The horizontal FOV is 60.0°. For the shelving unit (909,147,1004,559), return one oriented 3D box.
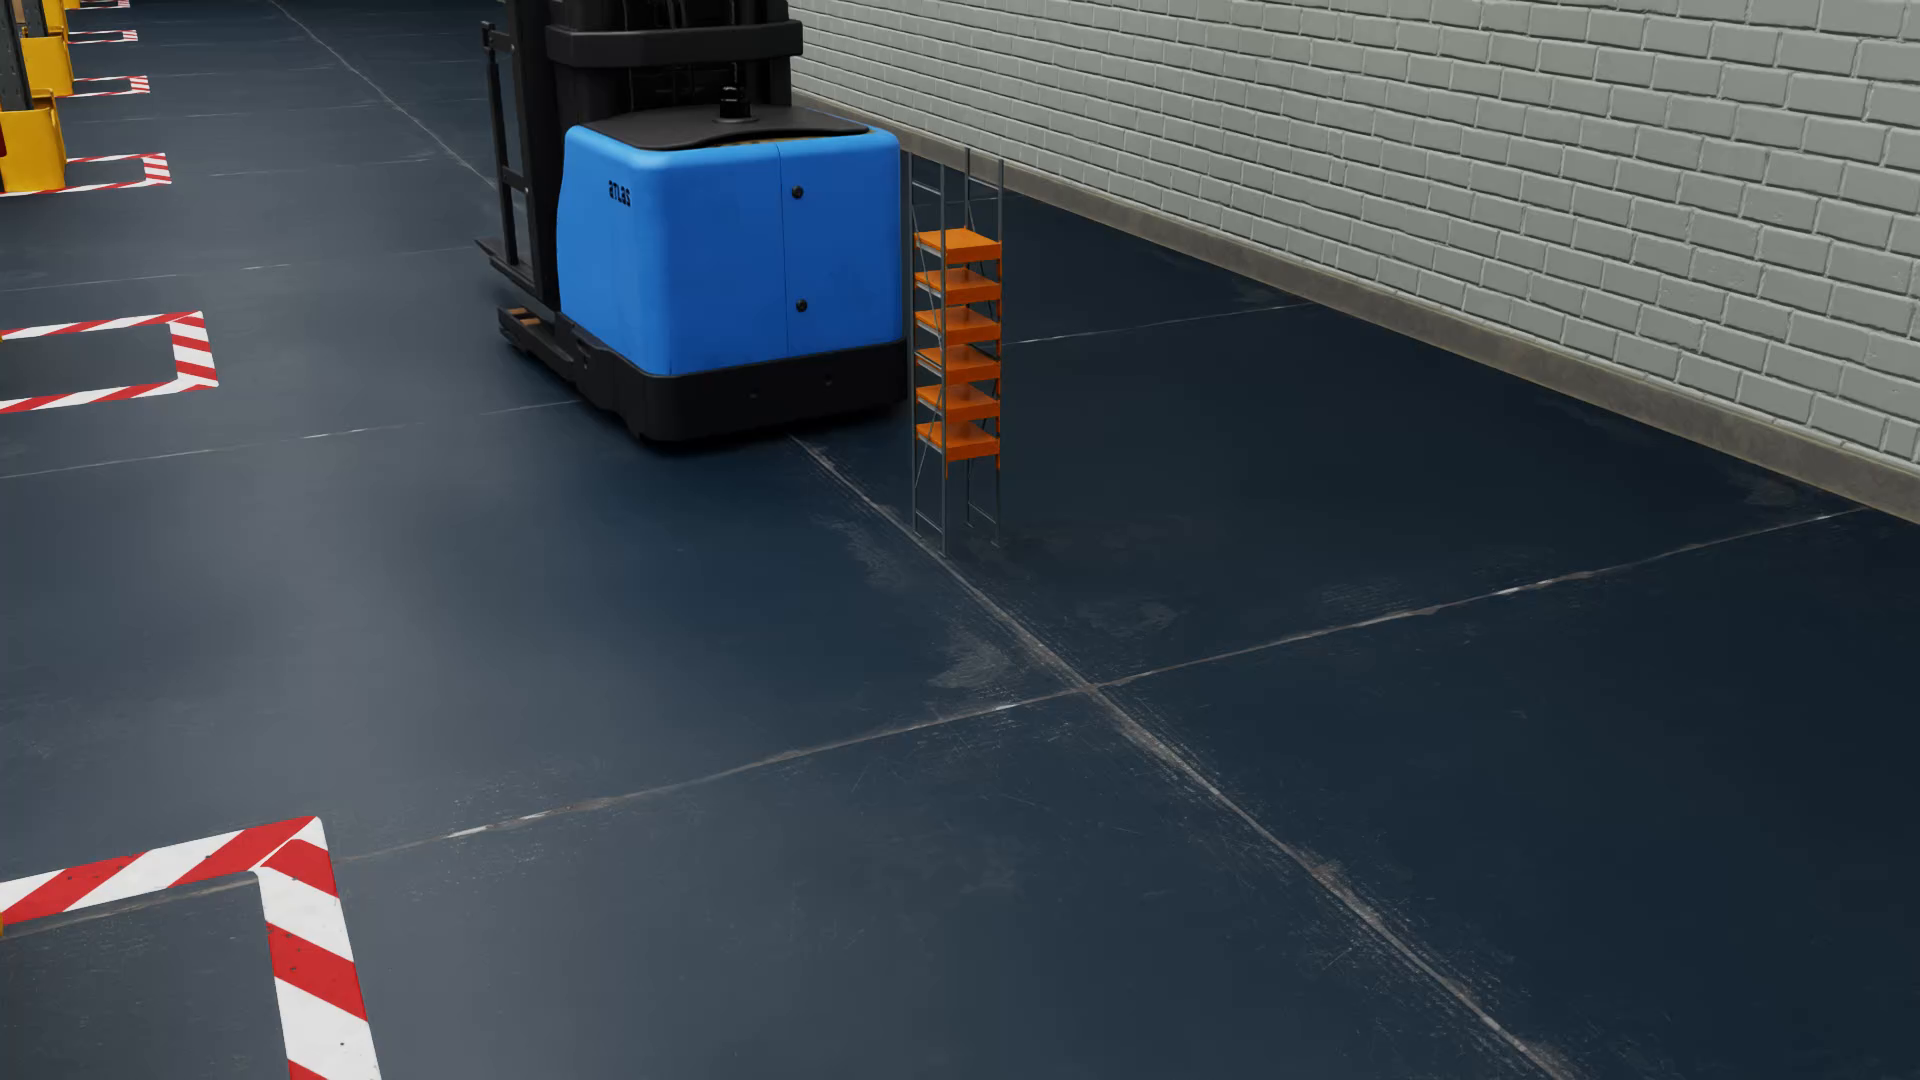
[{"bbox_3d":[-0.013,-0.552,5.015,0.189,1.200,0.258,-10,25,-24],"label":"shelving unit"}]

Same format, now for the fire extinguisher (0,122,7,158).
[{"bbox_3d":[-3.708,-1.764,6.179,0.183,0.674,0.296,-10,25,-24],"label":"fire extinguisher"}]

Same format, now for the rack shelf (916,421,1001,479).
[{"bbox_3d":[-0.013,-0.289,5.124,0.180,0.103,0.258,-10,25,-24],"label":"rack shelf"}]

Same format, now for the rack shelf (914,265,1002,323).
[{"bbox_3d":[-0.013,-0.733,4.940,0.180,0.103,0.258,-10,25,-24],"label":"rack shelf"}]

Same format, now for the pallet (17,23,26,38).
[{"bbox_3d":[-11.275,-5.797,18.978,1.213,0.211,1.003,-10,25,-24],"label":"pallet"}]

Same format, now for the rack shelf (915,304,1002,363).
[{"bbox_3d":[-0.013,-0.622,4.986,0.180,0.103,0.258,-10,25,-24],"label":"rack shelf"}]

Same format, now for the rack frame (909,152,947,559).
[{"bbox_3d":[-0.095,-0.537,4.978,0.006,1.200,0.240,-10,25,-24],"label":"rack frame"}]

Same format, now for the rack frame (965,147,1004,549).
[{"bbox_3d":[0.069,-0.567,5.051,0.006,1.200,0.240,-10,25,-24],"label":"rack frame"}]

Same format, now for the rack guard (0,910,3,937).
[{"bbox_3d":[-1.876,0.751,2.783,0.348,0.500,1.175,-10,25,-24],"label":"rack guard"}]

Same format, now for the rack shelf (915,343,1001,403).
[{"bbox_3d":[-0.013,-0.511,5.032,0.180,0.103,0.258,-10,25,-24],"label":"rack shelf"}]

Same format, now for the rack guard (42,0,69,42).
[{"bbox_3d":[-10.557,-6.063,19.243,0.348,0.500,1.175,-10,25,-24],"label":"rack guard"}]

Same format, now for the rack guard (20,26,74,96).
[{"bbox_3d":[-8.328,-4.376,15.168,0.348,0.500,1.175,-10,25,-24],"label":"rack guard"}]

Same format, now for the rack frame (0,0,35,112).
[{"bbox_3d":[-6.195,-3.816,10.546,0.127,3.000,1.000,-10,25,-24],"label":"rack frame"}]

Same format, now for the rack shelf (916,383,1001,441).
[{"bbox_3d":[-0.013,-0.400,5.078,0.180,0.103,0.258,-10,25,-24],"label":"rack shelf"}]

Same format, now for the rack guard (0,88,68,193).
[{"bbox_3d":[-6.174,-2.665,11.034,0.348,0.500,1.175,-10,25,-24],"label":"rack guard"}]

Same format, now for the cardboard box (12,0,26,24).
[{"bbox_3d":[-10.872,-6.104,18.766,0.500,0.500,0.500,-10,25,-24],"label":"cardboard box"}]

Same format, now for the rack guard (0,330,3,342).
[{"bbox_3d":[-4.204,-0.922,6.824,0.348,0.500,1.175,-10,25,-24],"label":"rack guard"}]

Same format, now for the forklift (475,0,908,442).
[{"bbox_3d":[-1.374,-2.223,6.789,1.130,2.935,3.031,-12,26,-28],"label":"forklift"}]

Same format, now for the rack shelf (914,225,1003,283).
[{"bbox_3d":[-0.013,-0.844,4.894,0.180,0.103,0.258,-10,25,-24],"label":"rack shelf"}]

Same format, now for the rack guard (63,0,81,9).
[{"bbox_3d":[-12.619,-7.786,23.405,0.348,0.500,1.175,-10,25,-24],"label":"rack guard"}]

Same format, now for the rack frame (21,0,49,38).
[{"bbox_3d":[-8.344,-5.523,14.670,0.127,3.000,1.000,-10,25,-24],"label":"rack frame"}]
